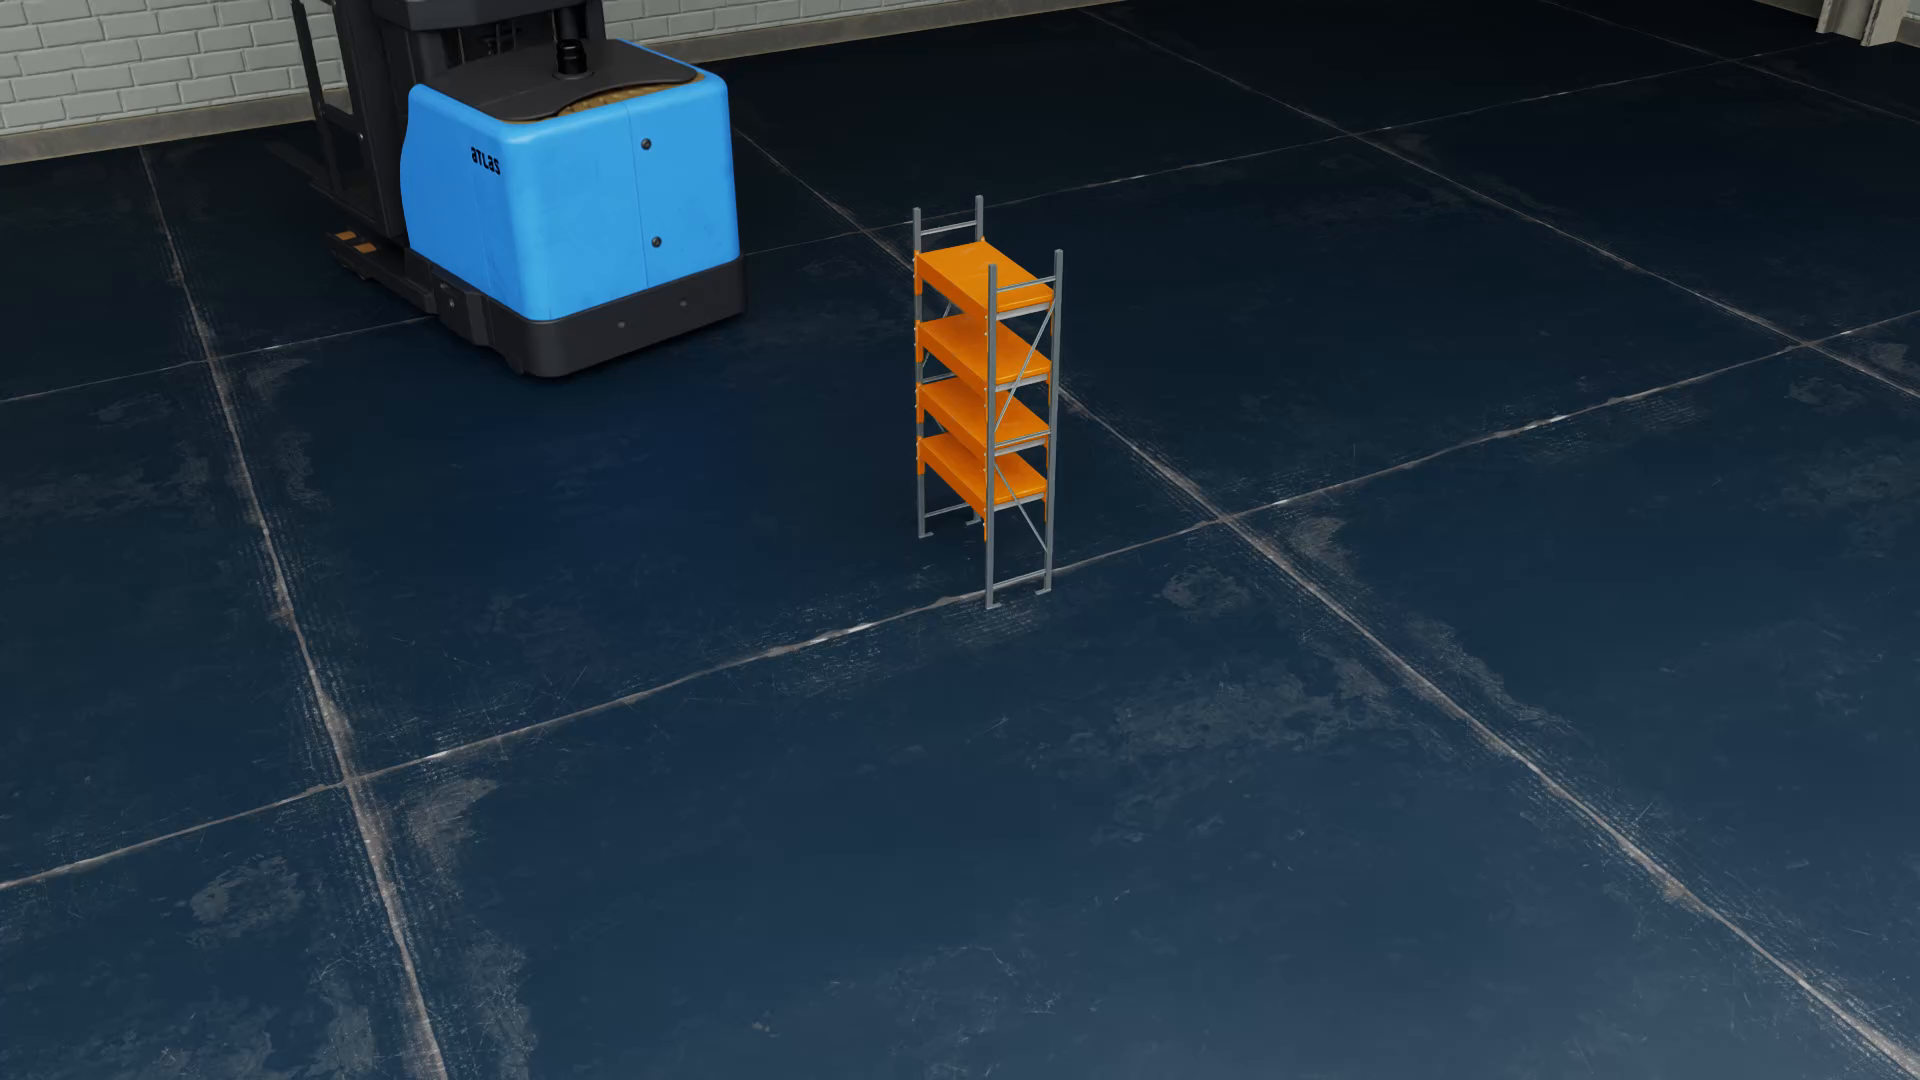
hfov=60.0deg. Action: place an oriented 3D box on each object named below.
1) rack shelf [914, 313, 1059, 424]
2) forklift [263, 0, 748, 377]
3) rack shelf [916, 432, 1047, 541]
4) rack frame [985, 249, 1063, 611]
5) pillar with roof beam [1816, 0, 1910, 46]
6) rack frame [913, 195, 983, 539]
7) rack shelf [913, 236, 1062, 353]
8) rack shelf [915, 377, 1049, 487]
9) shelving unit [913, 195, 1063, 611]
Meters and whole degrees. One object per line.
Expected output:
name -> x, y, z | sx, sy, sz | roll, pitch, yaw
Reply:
rack shelf -> 0.077, -0.558, 5.219 | 0.258, 0.148, 0.480 | -16, 36, -23
forklift -> -2.287, -2.589, 7.075 | 1.130, 2.935, 3.031 | -26, 41, -35
rack shelf -> 0.077, -0.202, 5.446 | 0.258, 0.148, 0.480 | -16, 36, -23
rack frame -> 0.191, -0.310, 5.121 | 0.240, 1.200, 0.015 | -16, 36, -23
pillar with roof beam -> 2.078, -6.017, 6.801 | 9.100, 9.000, 0.400 | -16, 36, -23
rack frame -> -0.037, -0.543, 5.485 | 0.240, 1.200, 0.015 | -16, 36, -23
rack shelf -> 0.077, -0.757, 5.091 | 0.258, 0.148, 0.480 | -16, 36, -23
rack shelf -> 0.077, -0.370, 5.339 | 0.258, 0.148, 0.480 | -16, 36, -23
shelving unit -> 0.077, -0.426, 5.303 | 0.258, 1.200, 0.503 | -16, 36, -23
